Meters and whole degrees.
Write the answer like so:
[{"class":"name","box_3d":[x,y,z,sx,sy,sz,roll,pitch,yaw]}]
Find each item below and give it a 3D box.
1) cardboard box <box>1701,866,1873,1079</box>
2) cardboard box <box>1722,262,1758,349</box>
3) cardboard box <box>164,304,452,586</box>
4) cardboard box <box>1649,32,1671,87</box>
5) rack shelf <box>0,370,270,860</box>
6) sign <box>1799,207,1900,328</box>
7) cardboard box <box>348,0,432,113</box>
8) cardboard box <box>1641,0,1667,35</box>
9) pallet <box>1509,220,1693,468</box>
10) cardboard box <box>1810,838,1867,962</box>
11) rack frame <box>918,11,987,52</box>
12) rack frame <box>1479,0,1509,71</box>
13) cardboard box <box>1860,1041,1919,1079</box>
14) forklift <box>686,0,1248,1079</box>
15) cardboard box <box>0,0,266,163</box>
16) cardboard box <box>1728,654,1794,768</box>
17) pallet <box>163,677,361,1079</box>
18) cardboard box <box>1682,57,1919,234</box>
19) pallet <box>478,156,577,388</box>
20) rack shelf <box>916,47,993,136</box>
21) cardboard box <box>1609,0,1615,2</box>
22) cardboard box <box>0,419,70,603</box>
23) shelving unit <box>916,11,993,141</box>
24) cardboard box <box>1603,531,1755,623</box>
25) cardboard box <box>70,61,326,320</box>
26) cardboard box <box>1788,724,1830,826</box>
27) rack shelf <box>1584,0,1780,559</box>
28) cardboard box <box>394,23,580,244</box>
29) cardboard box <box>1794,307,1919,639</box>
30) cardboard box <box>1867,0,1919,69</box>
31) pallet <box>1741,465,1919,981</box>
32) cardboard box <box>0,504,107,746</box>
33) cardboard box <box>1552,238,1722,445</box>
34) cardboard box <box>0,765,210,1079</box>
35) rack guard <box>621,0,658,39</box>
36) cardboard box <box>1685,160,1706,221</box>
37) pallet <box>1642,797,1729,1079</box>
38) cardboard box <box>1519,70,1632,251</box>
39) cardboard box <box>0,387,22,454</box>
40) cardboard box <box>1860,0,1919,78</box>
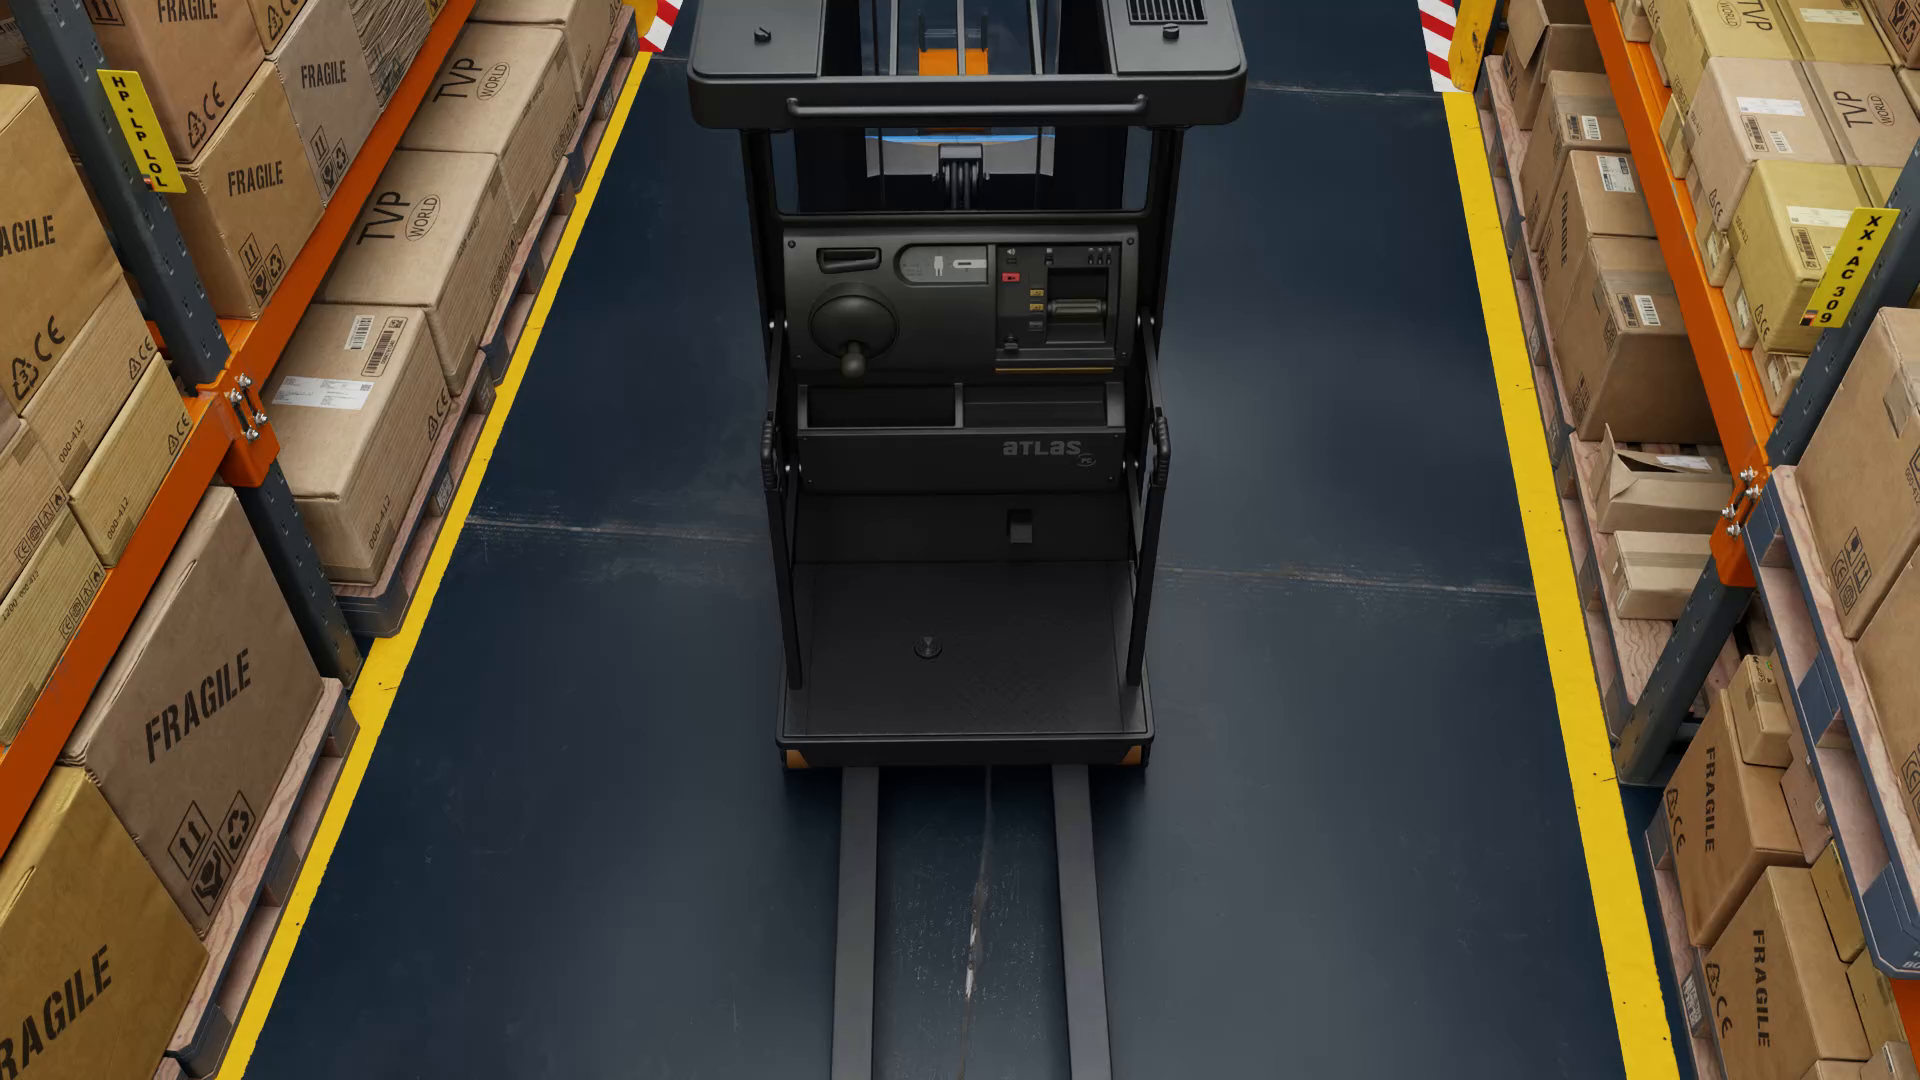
[{"class":"cardboard box","box_3d":[2.202,1.159,4.067,0.500,0.500,0.500,3,48,3]},{"class":"cardboard box","box_3d":[2.289,-0.635,4.468,0.380,0.149,0.250,5,48,5]},{"class":"cardboard box","box_3d":[-2.270,-0.338,5.478,0.875,0.438,0.875,3,48,3]},{"class":"cardboard box","box_3d":[2.445,-1.575,5.328,0.380,0.149,0.250,4,48,3]},{"class":"rack shelf","box_3d":[-2.617,1.106,3.193,1.077,0.370,4.000,4,48,4]},{"class":"sign","box_3d":[1.968,-0.599,3.678,0.100,0.325,0.005,4,48,4]},{"class":"cardboard box","box_3d":[-2.029,-1.702,5.206,0.500,0.500,0.500,4,48,4]},{"class":"cardboard box","box_3d":[2.450,-1.829,5.290,0.500,0.250,0.500,3,48,3]},{"class":"pallet","box_3d":[2.681,-0.738,6.282,1.003,0.211,1.213,4,48,4]},{"class":"cardboard box","box_3d":[2.251,0.851,3.909,0.380,0.149,0.250,2,48,2]},{"class":"rack frame","box_3d":[-0.025,-1.438,6.252,0.240,1.200,0.015,-1,48,-1]},{"class":"rack frame","box_3d":[2.873,-3.215,6.658,1.000,3.000,0.127,4,48,4]},{"class":"cardboard box","box_3d":[2.180,1.235,3.558,0.380,0.149,0.250,4,48,3]},{"class":"forklift","box_3d":[0.009,-0.528,4.247,1.130,2.935,3.031,-1,48,-1]},{"class":"cardboard box","box_3d":[-2.150,-1.312,4.171,0.500,0.500,0.500,4,48,4]},{"class":"cardboard box","box_3d":[2.211,0.453,4.273,0.380,0.149,0.250,6,48,5]},{"class":"pallet","box_3d":[-2.430,0.906,4.778,1.003,0.211,1.213,4,48,4]},{"class":"cardboard box","box_3d":[2.343,-1.085,4.610,0.500,0.250,0.500,4,48,4]},{"class":"pallet","box_3d":[-2.179,-1.118,6.630,1.003,0.211,1.213,4,48,4]},{"class":"rack shelf","box_3d":[-0.022,-1.523,5.797,0.258,0.148,0.480,-1,48,-1]},{"class":"cardboard box","box_3d":[2.403,-1.964,5.684,0.380,0.149,0.250,3,48,2]},{"class":"cardboard box","box_3d":[-2.271,-0.017,3.495,0.500,0.250,0.500,5,48,4]},{"class":"shelving unit","box_3d":[-0.022,-1.258,6.087,0.258,1.200,0.503,-1,48,-1]},{"class":"cardboard box","box_3d":[2.267,0.116,5.259,0.380,0.149,0.250,3,48,2]},{"class":"cardboard box","box_3d":[-2.131,-0.968,4.535,0.500,0.500,0.500,5,48,5]},{"class":"cardboard box","box_3d":[2.235,0.547,3.985,0.380,0.149,0.250,2,48,2]},{"class":"rack shelf","box_3d":[2.691,-1.503,5.579,1.077,0.370,4.000,4,48,4]},{"class":"cardboard box","box_3d":[-2.106,-1.658,6.686,0.875,0.438,0.875,5,48,5]},{"class":"cardboard box","box_3d":[2.242,-0.111,3.466,0.700,0.500,0.500,5,48,5]},{"class":"cardboard box","box_3d":[2.910,-1.655,4.623,0.500,0.500,0.500,3,48,2]},{"class":"pallet","box_3d":[2.327,0.369,3.510,1.003,0.211,1.213,4,48,4]},{"class":"cardboard box","box_3d":[-2.272,0.165,3.668,0.500,0.250,0.500,3,48,3]},{"class":"cardboard box","box_3d":[2.512,-0.682,5.750,0.700,0.500,0.500,2,48,2]},{"class":"cardboard box","box_3d":[-2.486,1.094,3.872,0.875,0.875,0.875,5,48,5]},{"class":"rack guard","box_3d":[-2.068,-2.720,7.899,1.175,0.500,0.348,4,48,4]},{"class":"cardboard box","box_3d":[2.339,-1.018,4.819,0.380,0.149,0.250,5,48,5]},{"class":"pallet","box_3d":[2.472,1.266,4.449,1.003,0.211,1.213,4,48,4]},{"class":"cardboard box","box_3d":[2.607,-1.444,6.448,0.700,0.500,0.500,6,48,5]},{"class":"cardboard box","box_3d":[-2.265,-0.252,3.202,0.500,0.500,0.500,5,48,4]},{"class":"cardboard box","box_3d":[2.911,-1.419,4.915,0.500,0.250,0.500,5,48,4]}]
